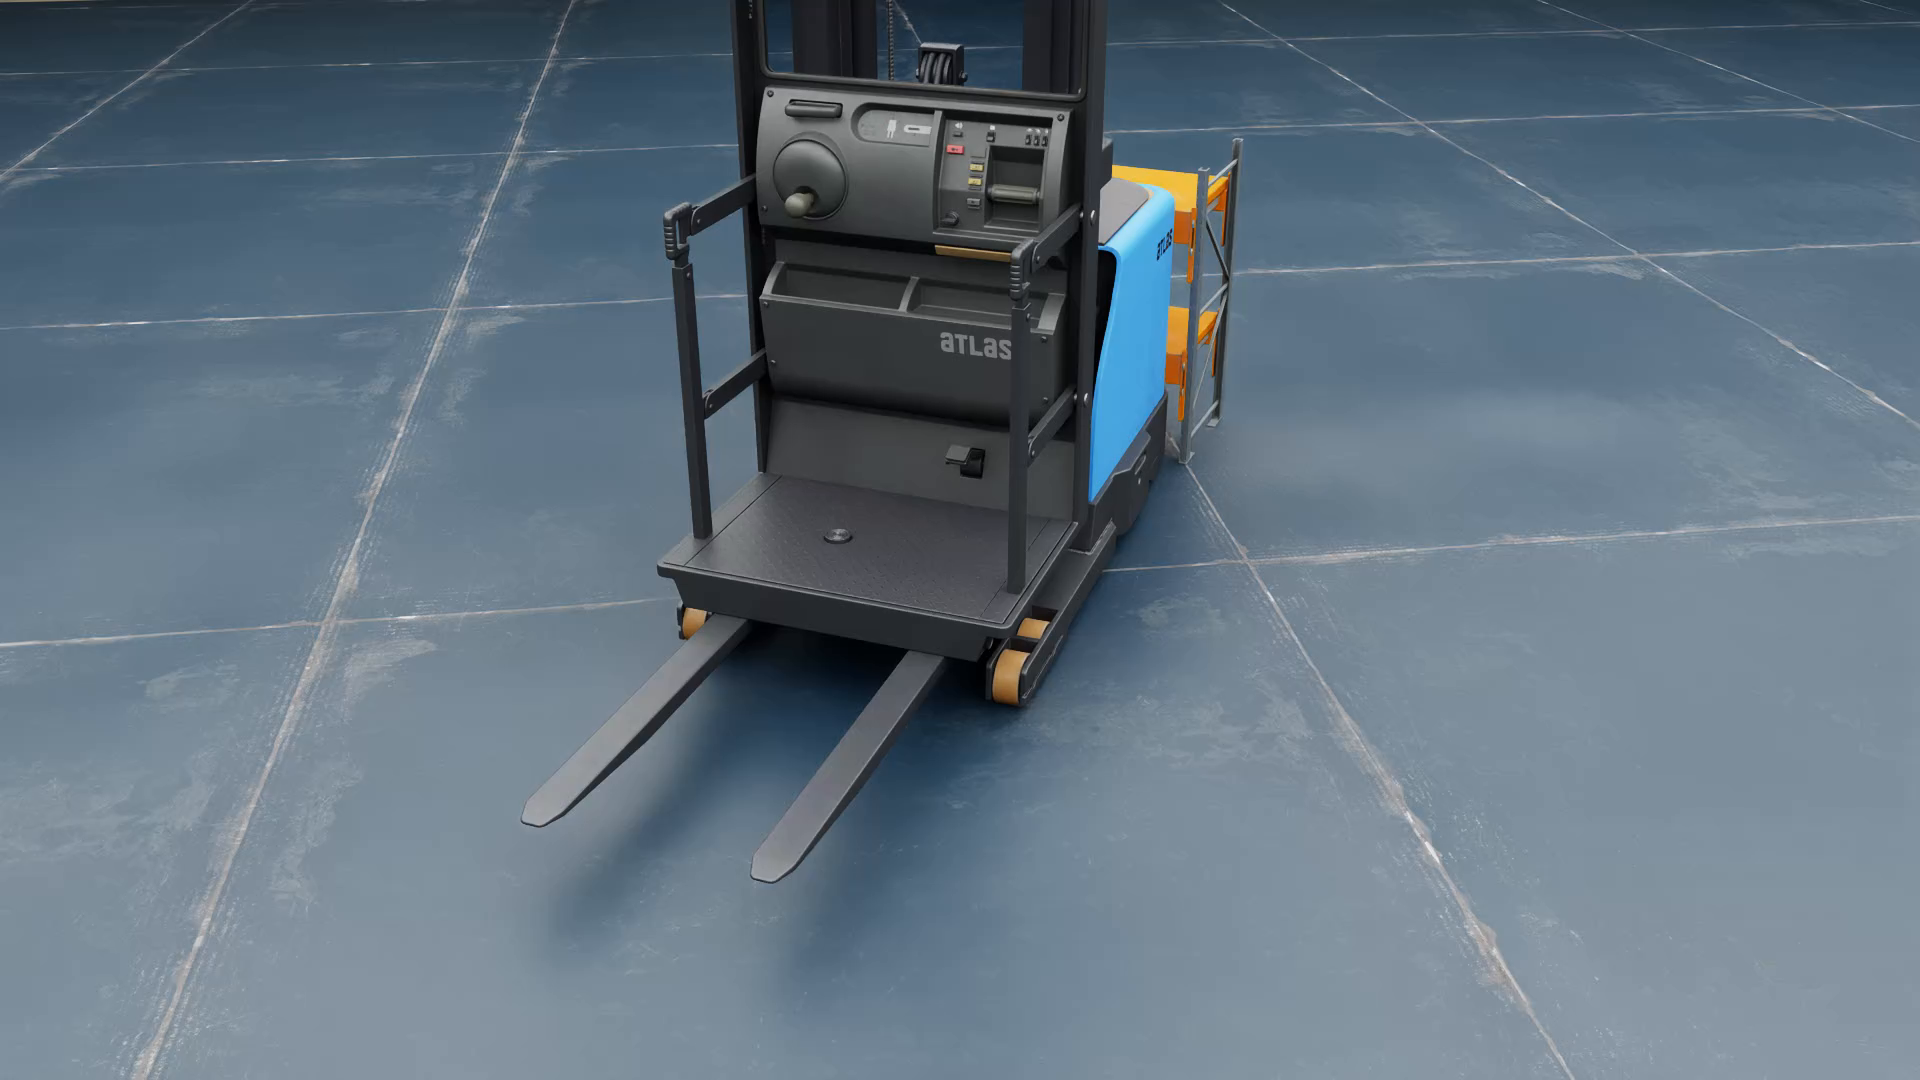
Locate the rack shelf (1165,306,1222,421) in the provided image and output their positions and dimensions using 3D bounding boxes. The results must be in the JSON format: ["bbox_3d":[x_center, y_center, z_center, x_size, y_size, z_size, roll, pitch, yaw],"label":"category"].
[{"bbox_3d":[0.478,-0.767,6.549,1.000,0.278,0.538,11,29,21],"label":"rack shelf"}]

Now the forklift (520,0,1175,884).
[{"bbox_3d":[-0.216,-1.034,4.554,1.130,2.935,3.031,9,29,18],"label":"forklift"}]

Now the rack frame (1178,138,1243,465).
[{"bbox_3d":[0.944,-0.892,6.257,0.032,1.125,0.500,11,29,21],"label":"rack frame"}]

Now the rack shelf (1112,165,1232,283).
[{"bbox_3d":[0.478,-1.245,6.304,1.000,0.278,0.538,11,29,21],"label":"rack shelf"}]

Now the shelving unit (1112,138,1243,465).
[{"bbox_3d":[0.478,-0.985,6.437,1.048,1.125,0.538,11,29,21],"label":"shelving unit"}]
